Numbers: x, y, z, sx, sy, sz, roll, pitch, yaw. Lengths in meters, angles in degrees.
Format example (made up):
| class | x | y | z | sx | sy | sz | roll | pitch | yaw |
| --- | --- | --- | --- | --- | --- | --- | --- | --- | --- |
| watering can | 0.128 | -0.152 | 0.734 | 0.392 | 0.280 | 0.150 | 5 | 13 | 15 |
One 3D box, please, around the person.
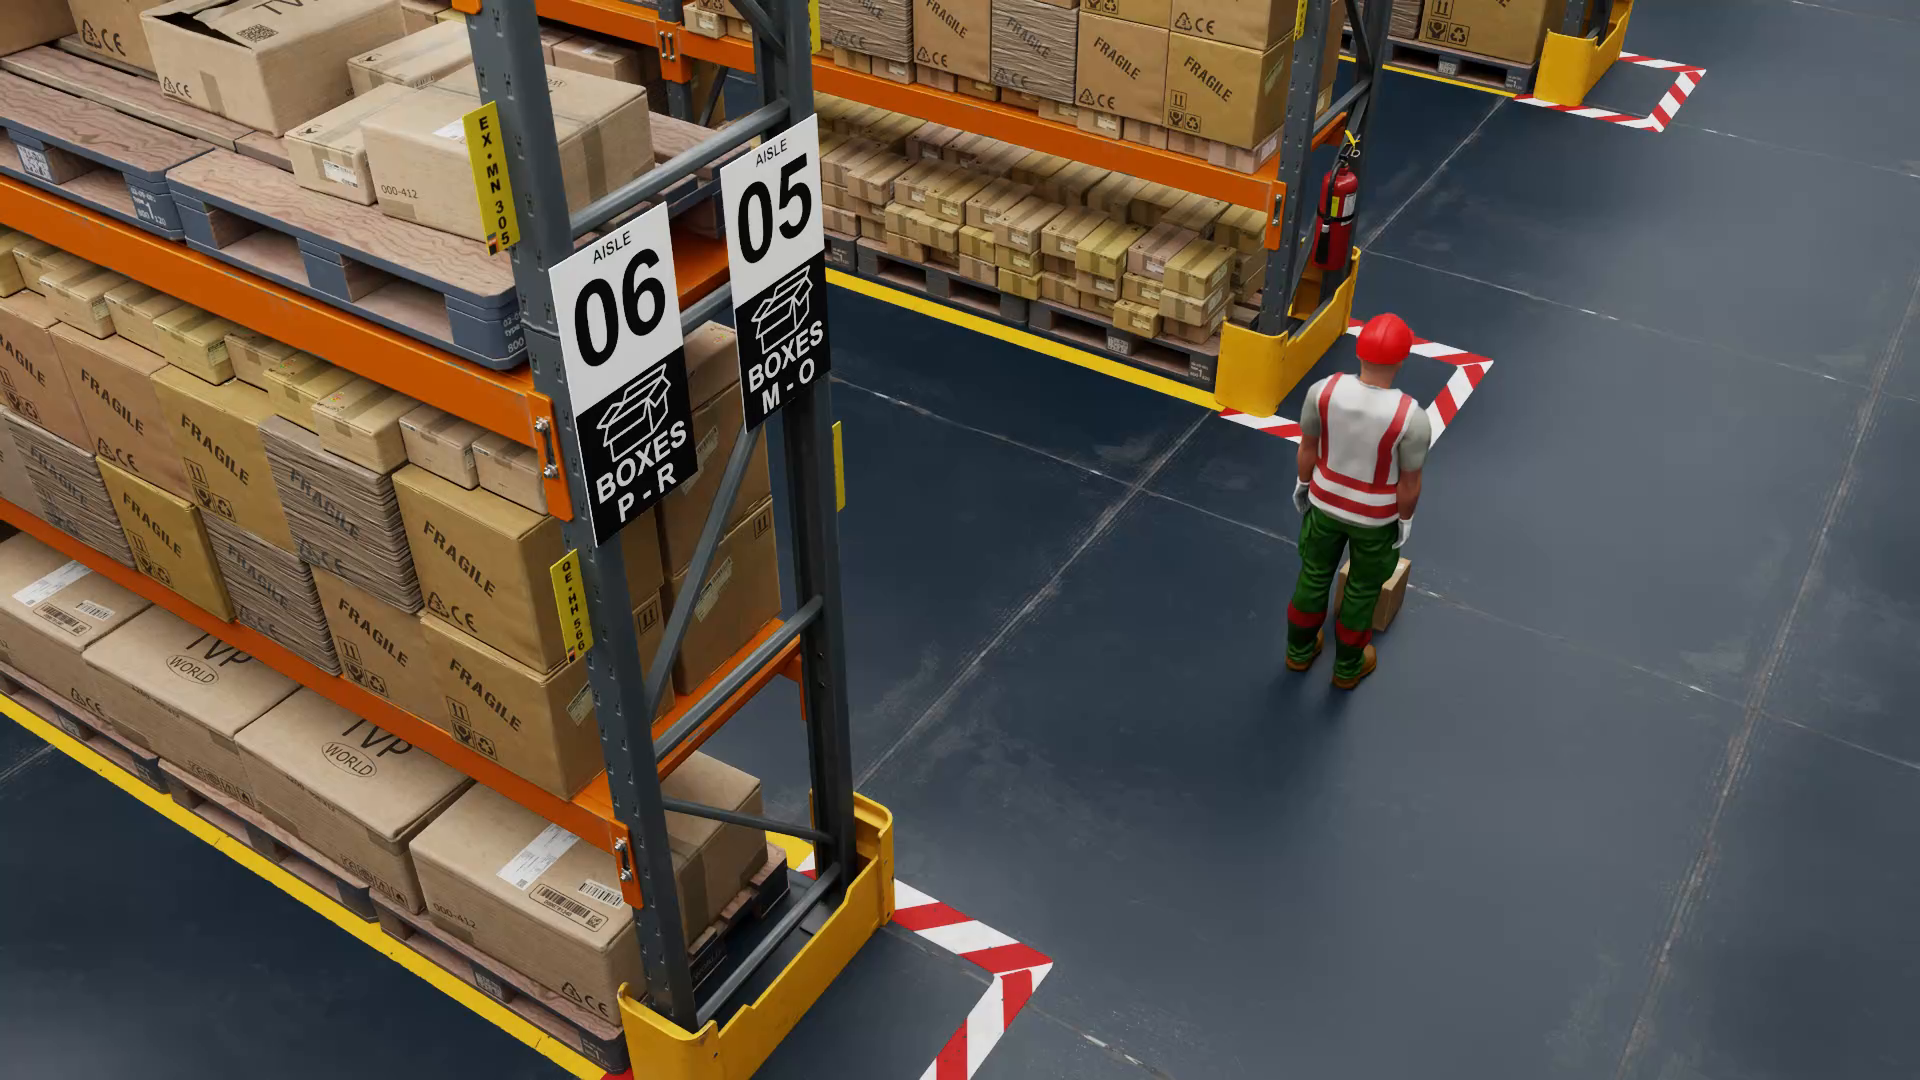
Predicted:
| class | x | y | z | sx | sy | sz | roll | pitch | yaw |
| --- | --- | --- | --- | --- | --- | --- | --- | --- | --- |
| person | 1.629 | -0.150 | 6.846 | 0.529 | 1.792 | 0.367 | 22 | 43 | 26 |
